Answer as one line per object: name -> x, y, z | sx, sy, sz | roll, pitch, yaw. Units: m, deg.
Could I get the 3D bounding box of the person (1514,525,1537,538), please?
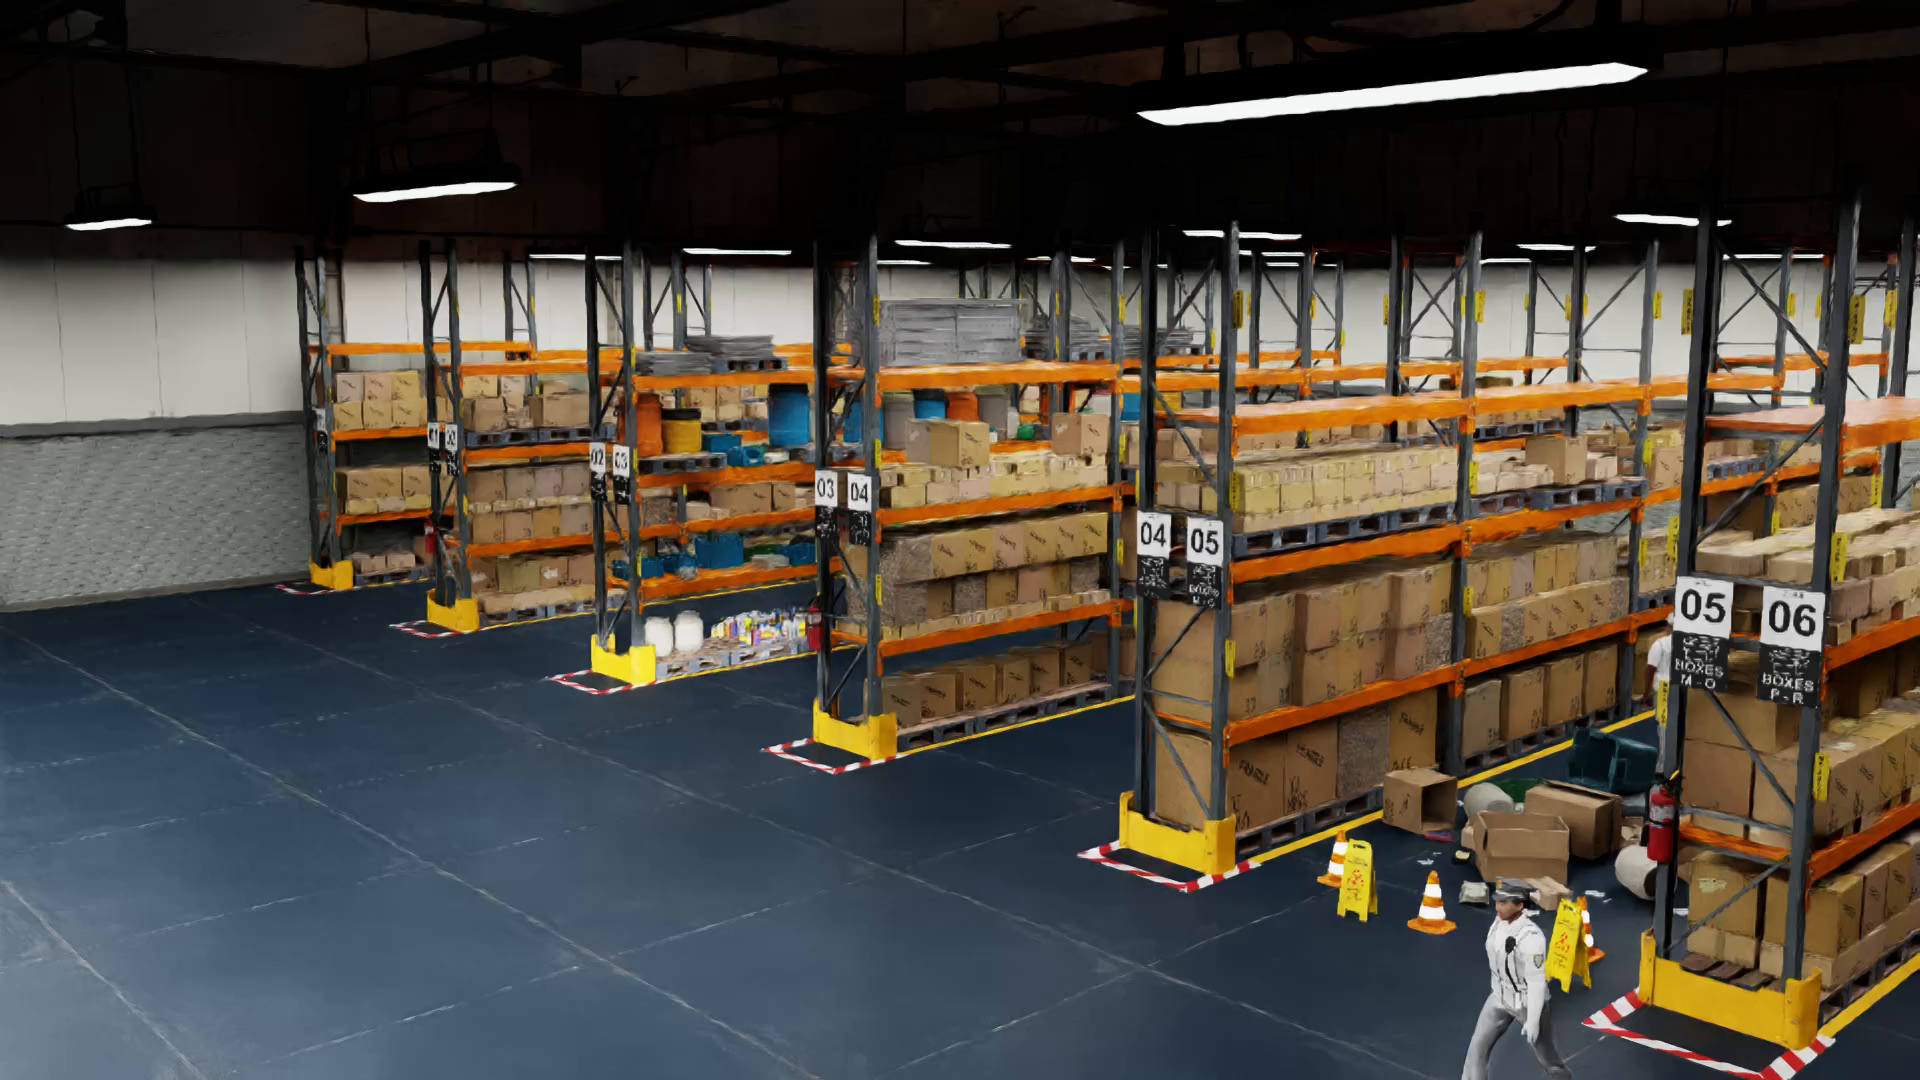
person -> 8.766, 0.507, 25.713 | 0.678, 1.773, 0.630 | -2, 9, -13

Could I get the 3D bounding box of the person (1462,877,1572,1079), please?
person -> 3.446, 2.864, 10.321 | 0.929, 1.622, 0.525 | -3, 9, -19

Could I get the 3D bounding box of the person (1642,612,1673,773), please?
person -> 7.755, 1.631, 18.135 | 0.673, 1.763, 0.580 | -2, 9, -11
